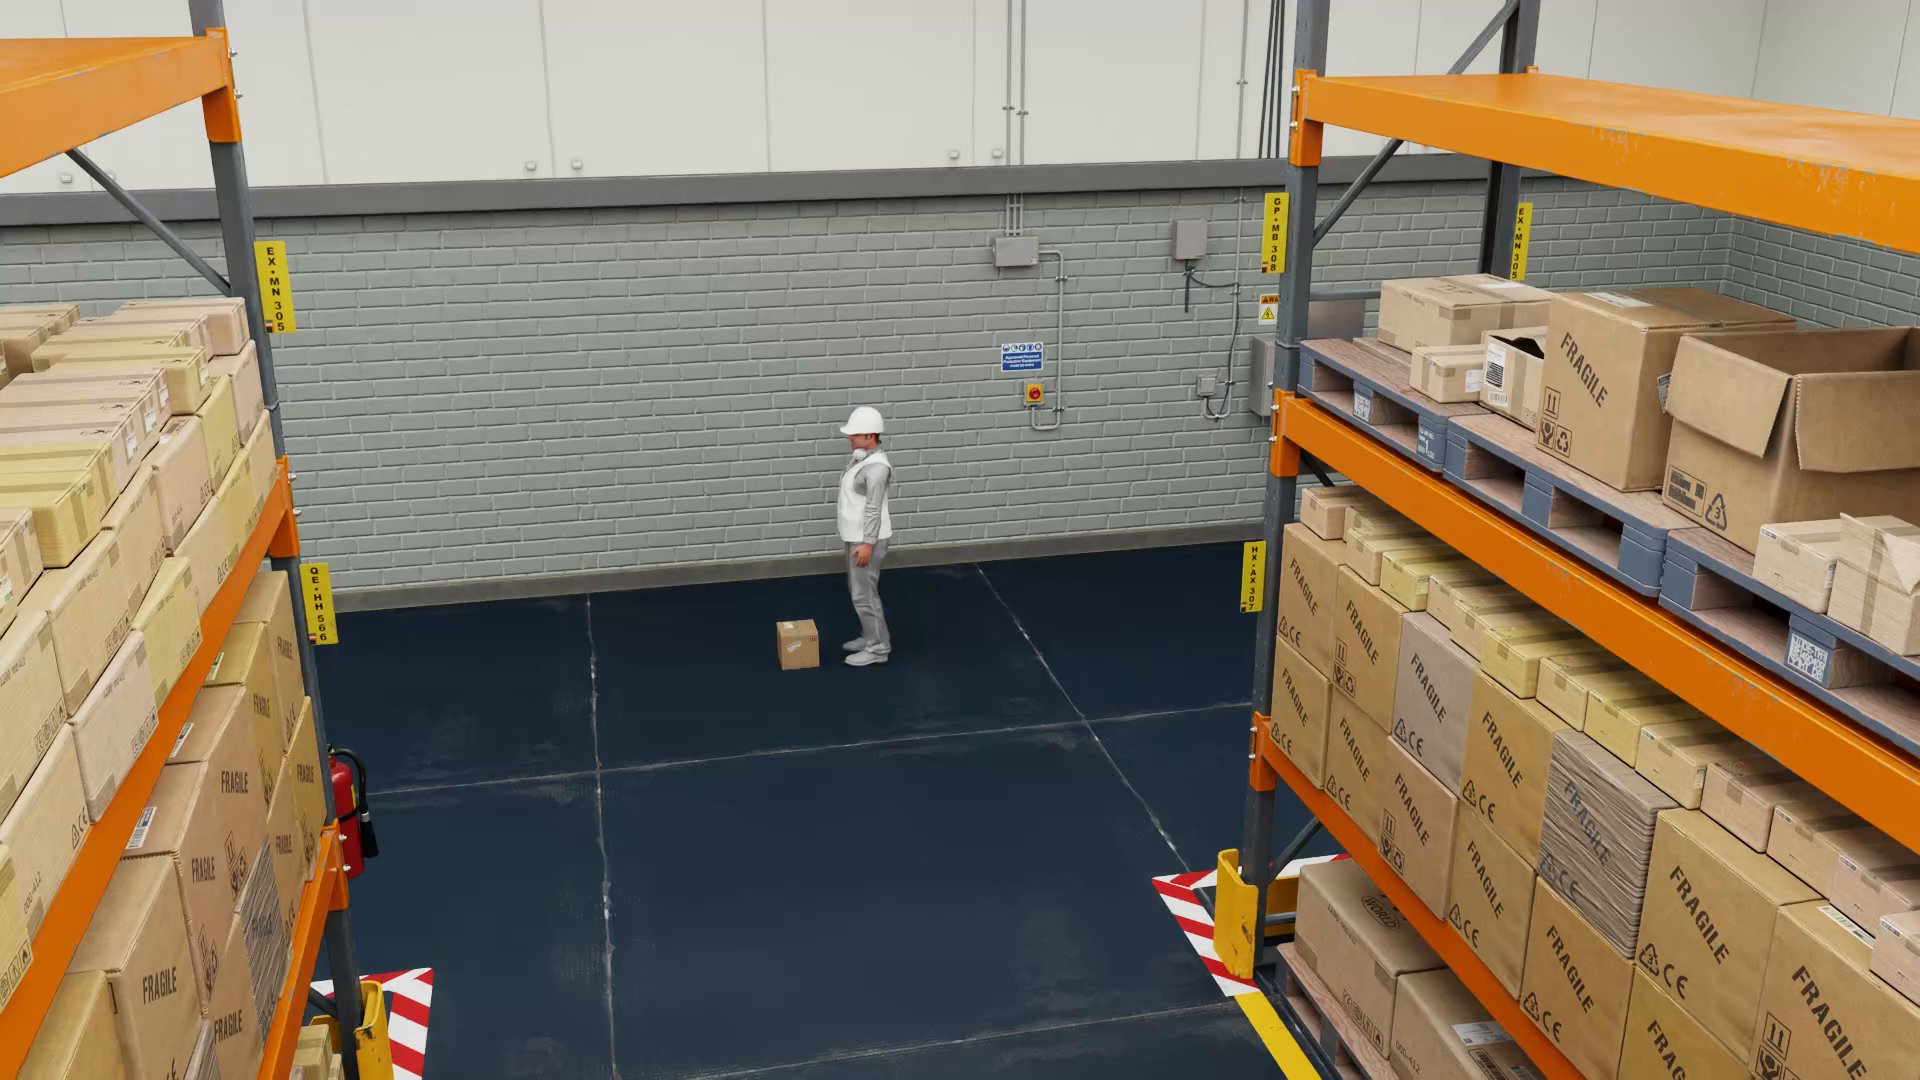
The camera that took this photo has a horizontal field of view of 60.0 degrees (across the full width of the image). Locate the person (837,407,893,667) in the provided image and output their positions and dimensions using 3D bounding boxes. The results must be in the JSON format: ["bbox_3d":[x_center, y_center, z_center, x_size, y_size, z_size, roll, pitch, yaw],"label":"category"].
[{"bbox_3d":[-0.637,-0.025,11.133,0.360,1.779,0.533,-4,20,-11],"label":"person"}]
